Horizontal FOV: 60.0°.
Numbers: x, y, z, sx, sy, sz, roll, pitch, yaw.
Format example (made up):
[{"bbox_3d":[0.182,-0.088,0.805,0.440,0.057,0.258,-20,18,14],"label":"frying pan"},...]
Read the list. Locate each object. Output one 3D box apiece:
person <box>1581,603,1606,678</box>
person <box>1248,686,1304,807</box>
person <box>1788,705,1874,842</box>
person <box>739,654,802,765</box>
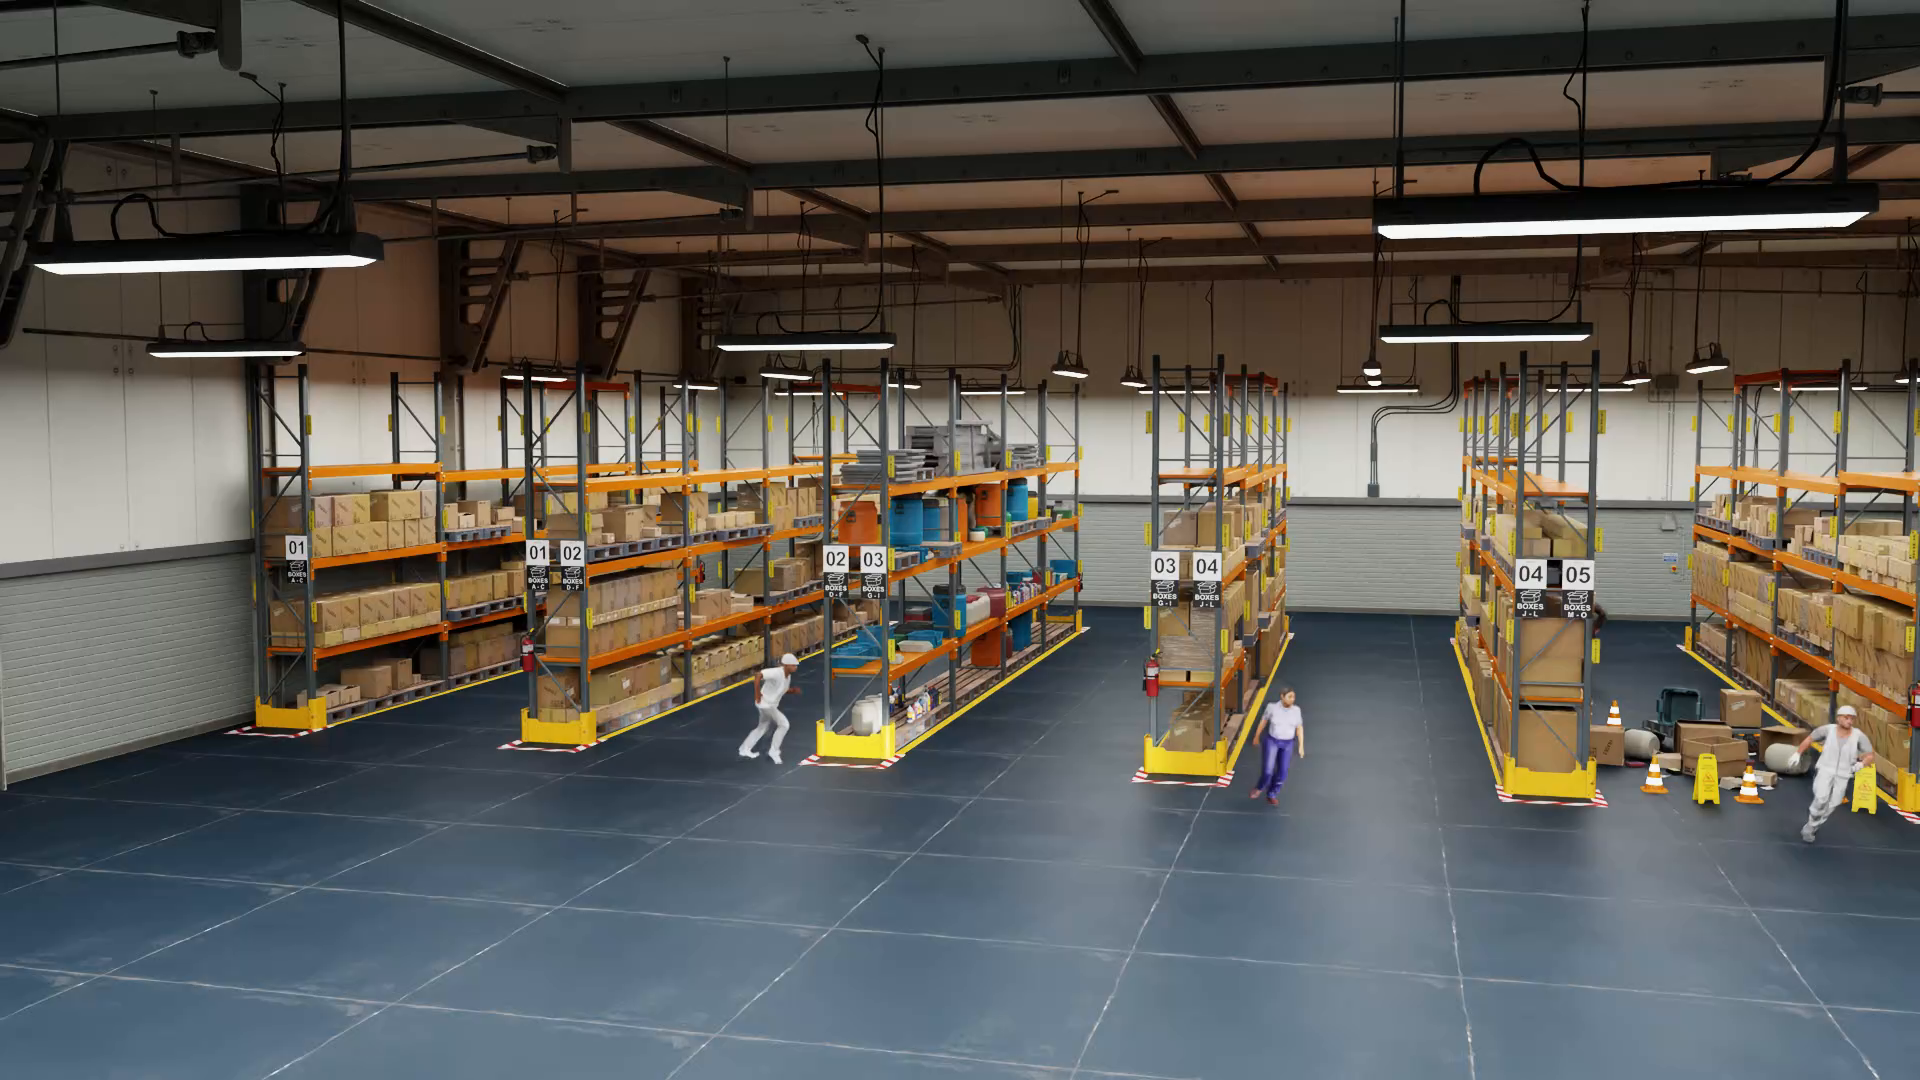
[{"bbox_3d":[12.348,1.862,32.943,0.744,1.756,0.781,0,4,6],"label":"person"},{"bbox_3d":[4.162,2.709,21.865,0.648,1.624,0.538,-1,4,-11],"label":"person"},{"bbox_3d":[10.423,2.801,19.848,0.848,1.691,0.712,1,4,14],"label":"person"},{"bbox_3d":[-2.831,2.512,24.578,0.990,1.687,0.750,1,4,17],"label":"person"}]
